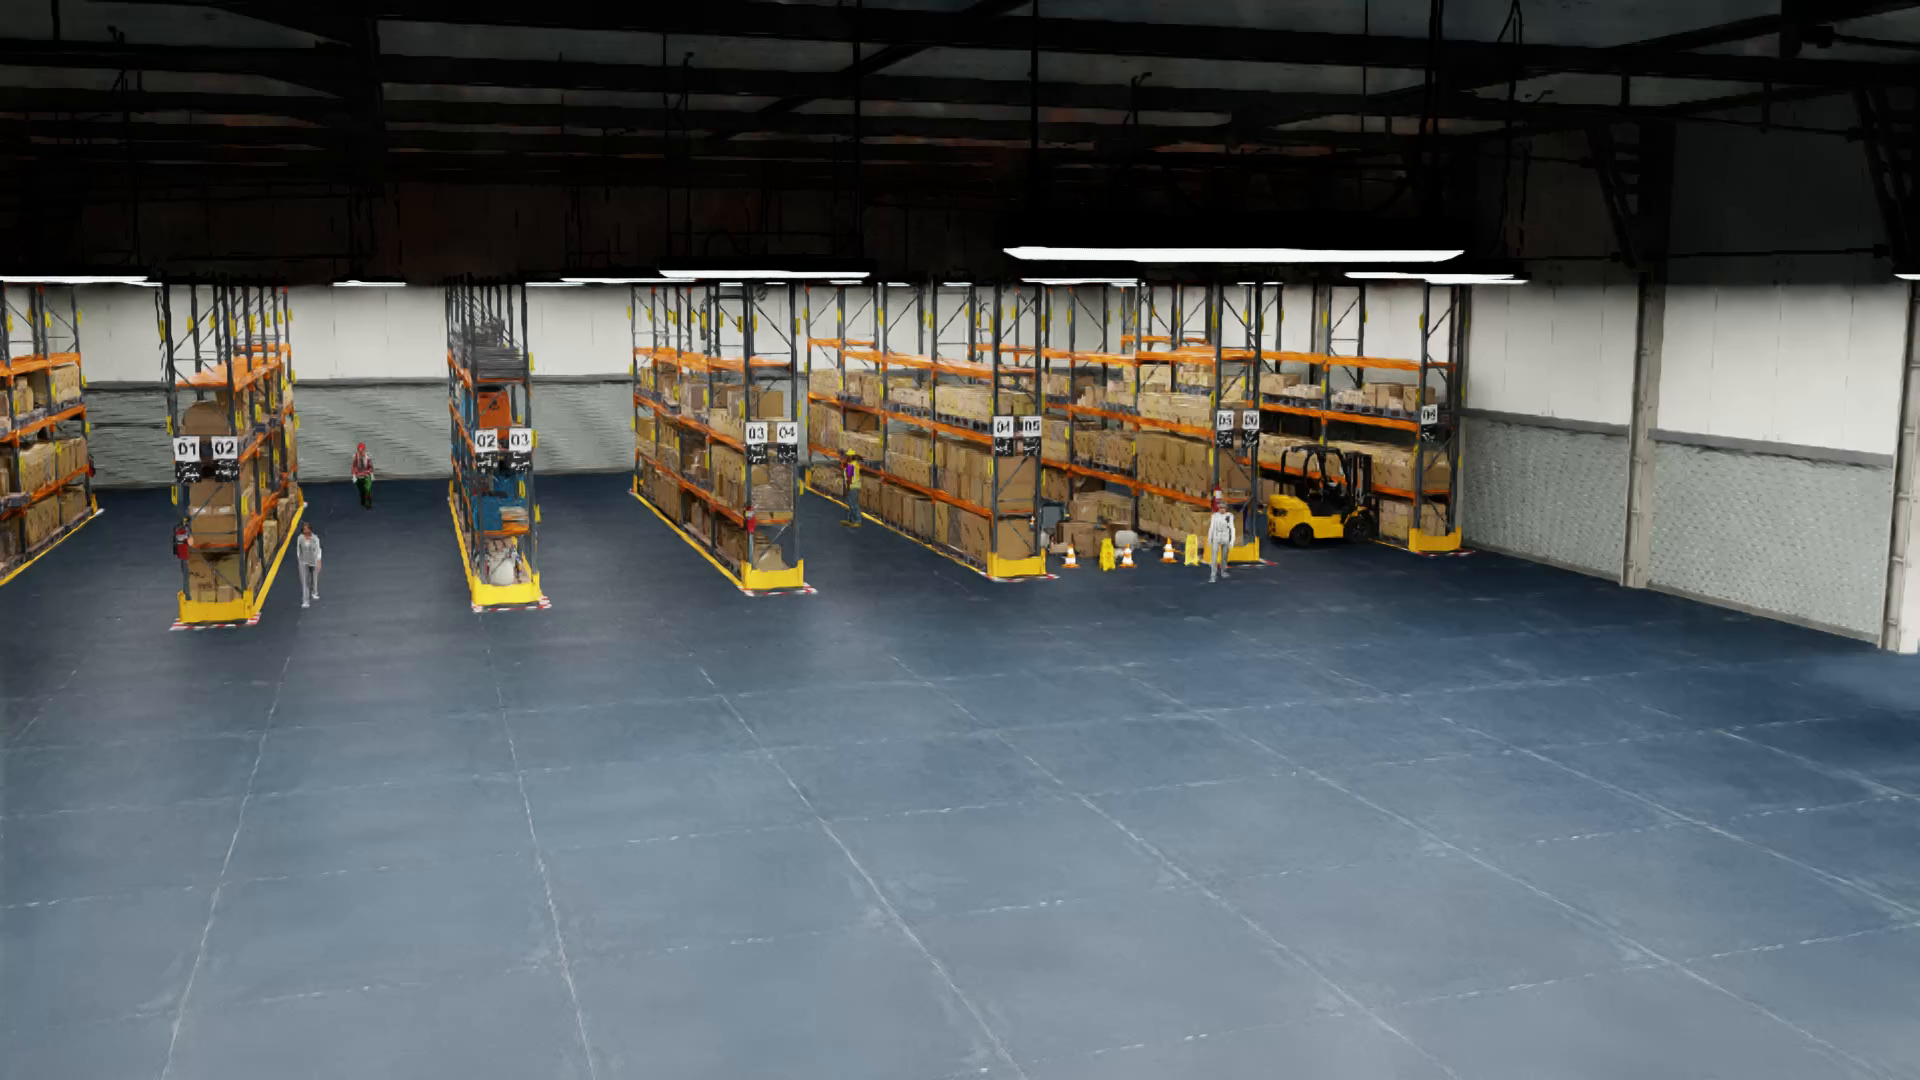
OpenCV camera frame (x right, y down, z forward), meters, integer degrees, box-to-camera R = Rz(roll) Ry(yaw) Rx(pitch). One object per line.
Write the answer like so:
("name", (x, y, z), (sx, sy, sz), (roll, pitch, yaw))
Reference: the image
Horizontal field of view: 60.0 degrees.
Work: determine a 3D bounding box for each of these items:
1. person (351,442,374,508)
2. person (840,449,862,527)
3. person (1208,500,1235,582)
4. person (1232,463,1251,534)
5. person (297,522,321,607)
("person", (-15.685, -1.715, 43.661), (0.547, 1.706, 1.123), (-3, 9, -16))
("person", (-2.521, -1.211, 38.263), (0.583, 1.763, 0.673), (1, 9, 8))
("person", (5.146, -0.007, 32.725), (0.525, 1.622, 0.913), (1, 9, 6))
("person", (6.612, -0.993, 39.090), (0.380, 1.652, 0.608), (-7, 11, -40))
("person", (-11.830, 0.410, 30.260), (0.415, 1.517, 1.041), (-3, 9, -21))
